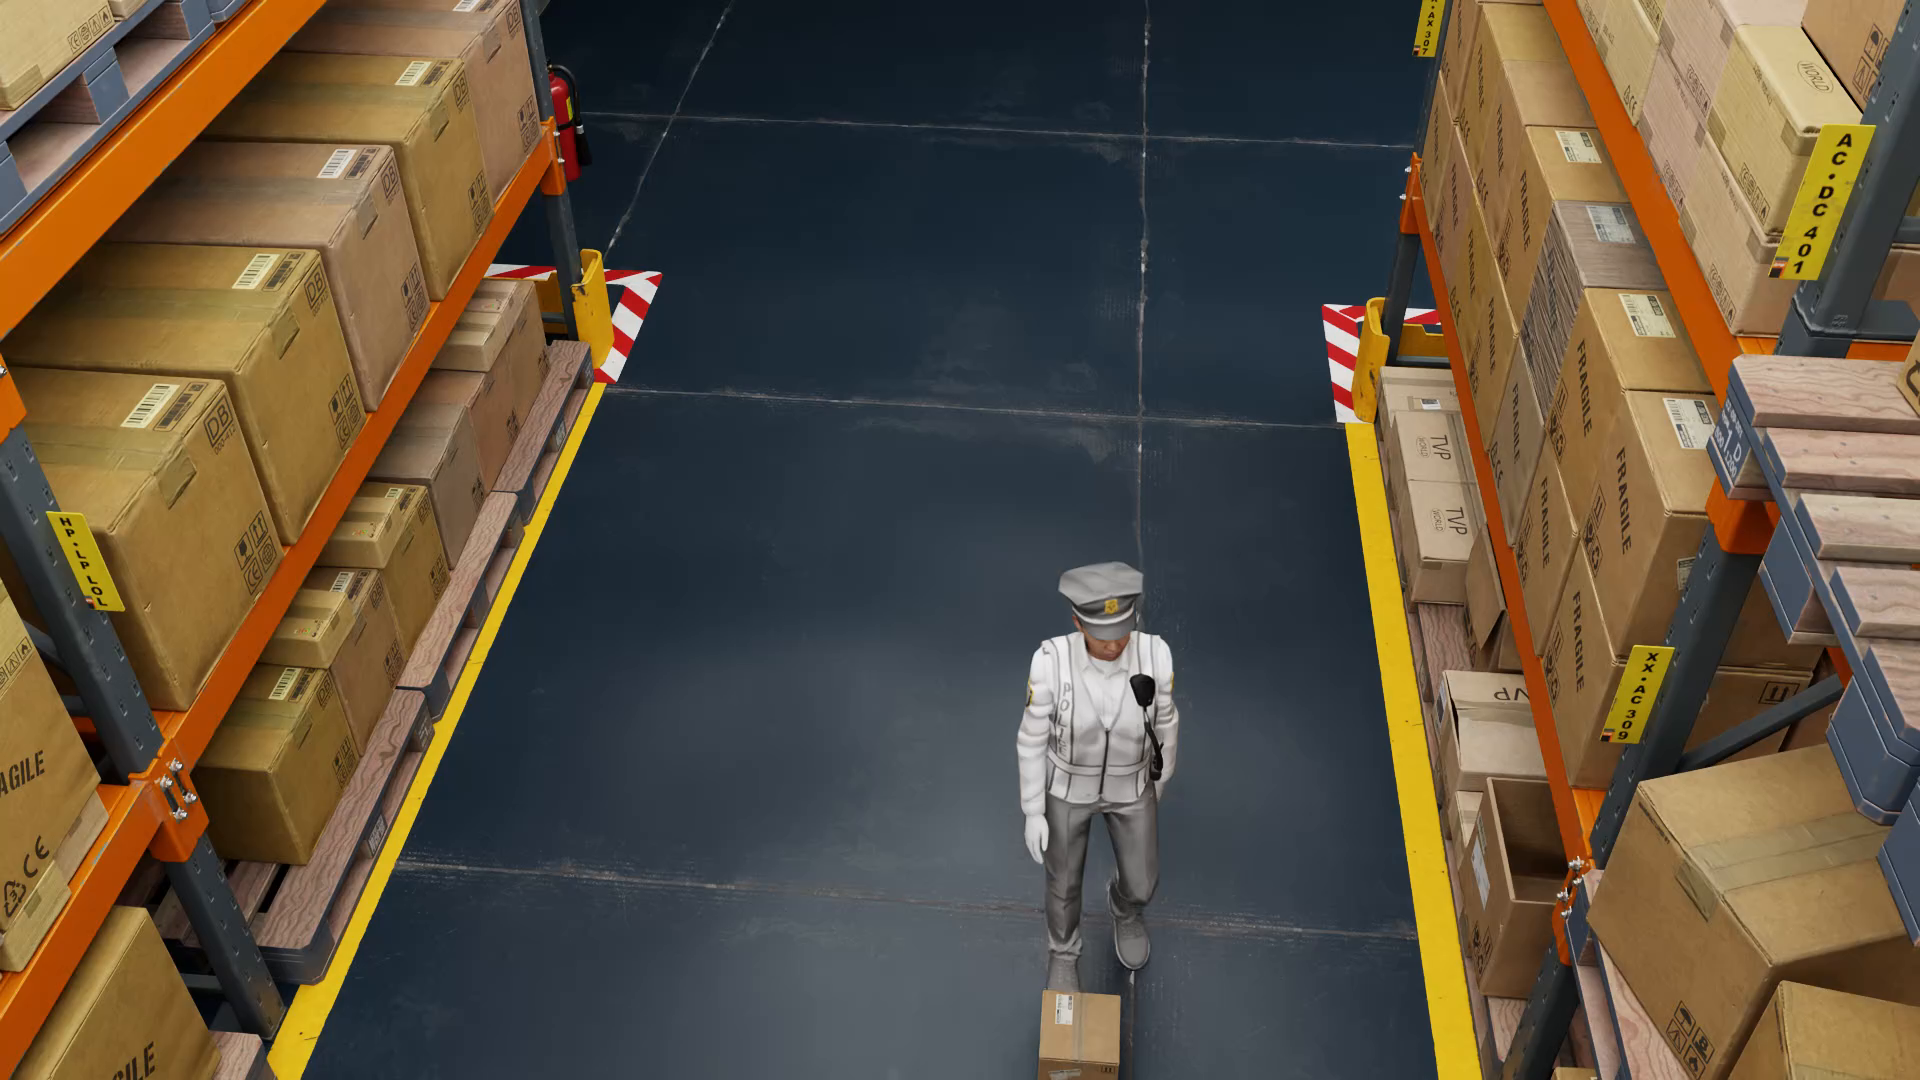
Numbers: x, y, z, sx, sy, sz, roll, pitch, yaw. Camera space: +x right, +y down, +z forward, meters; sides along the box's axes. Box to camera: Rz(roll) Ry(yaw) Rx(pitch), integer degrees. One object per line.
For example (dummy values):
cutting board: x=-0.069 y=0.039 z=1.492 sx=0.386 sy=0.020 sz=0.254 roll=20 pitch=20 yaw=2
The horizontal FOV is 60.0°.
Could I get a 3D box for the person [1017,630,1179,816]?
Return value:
person: x=0.425 y=0.538 z=5.019 sx=0.506 sy=0.604 sz=0.324 roll=-1 pitch=40 yaw=-1
